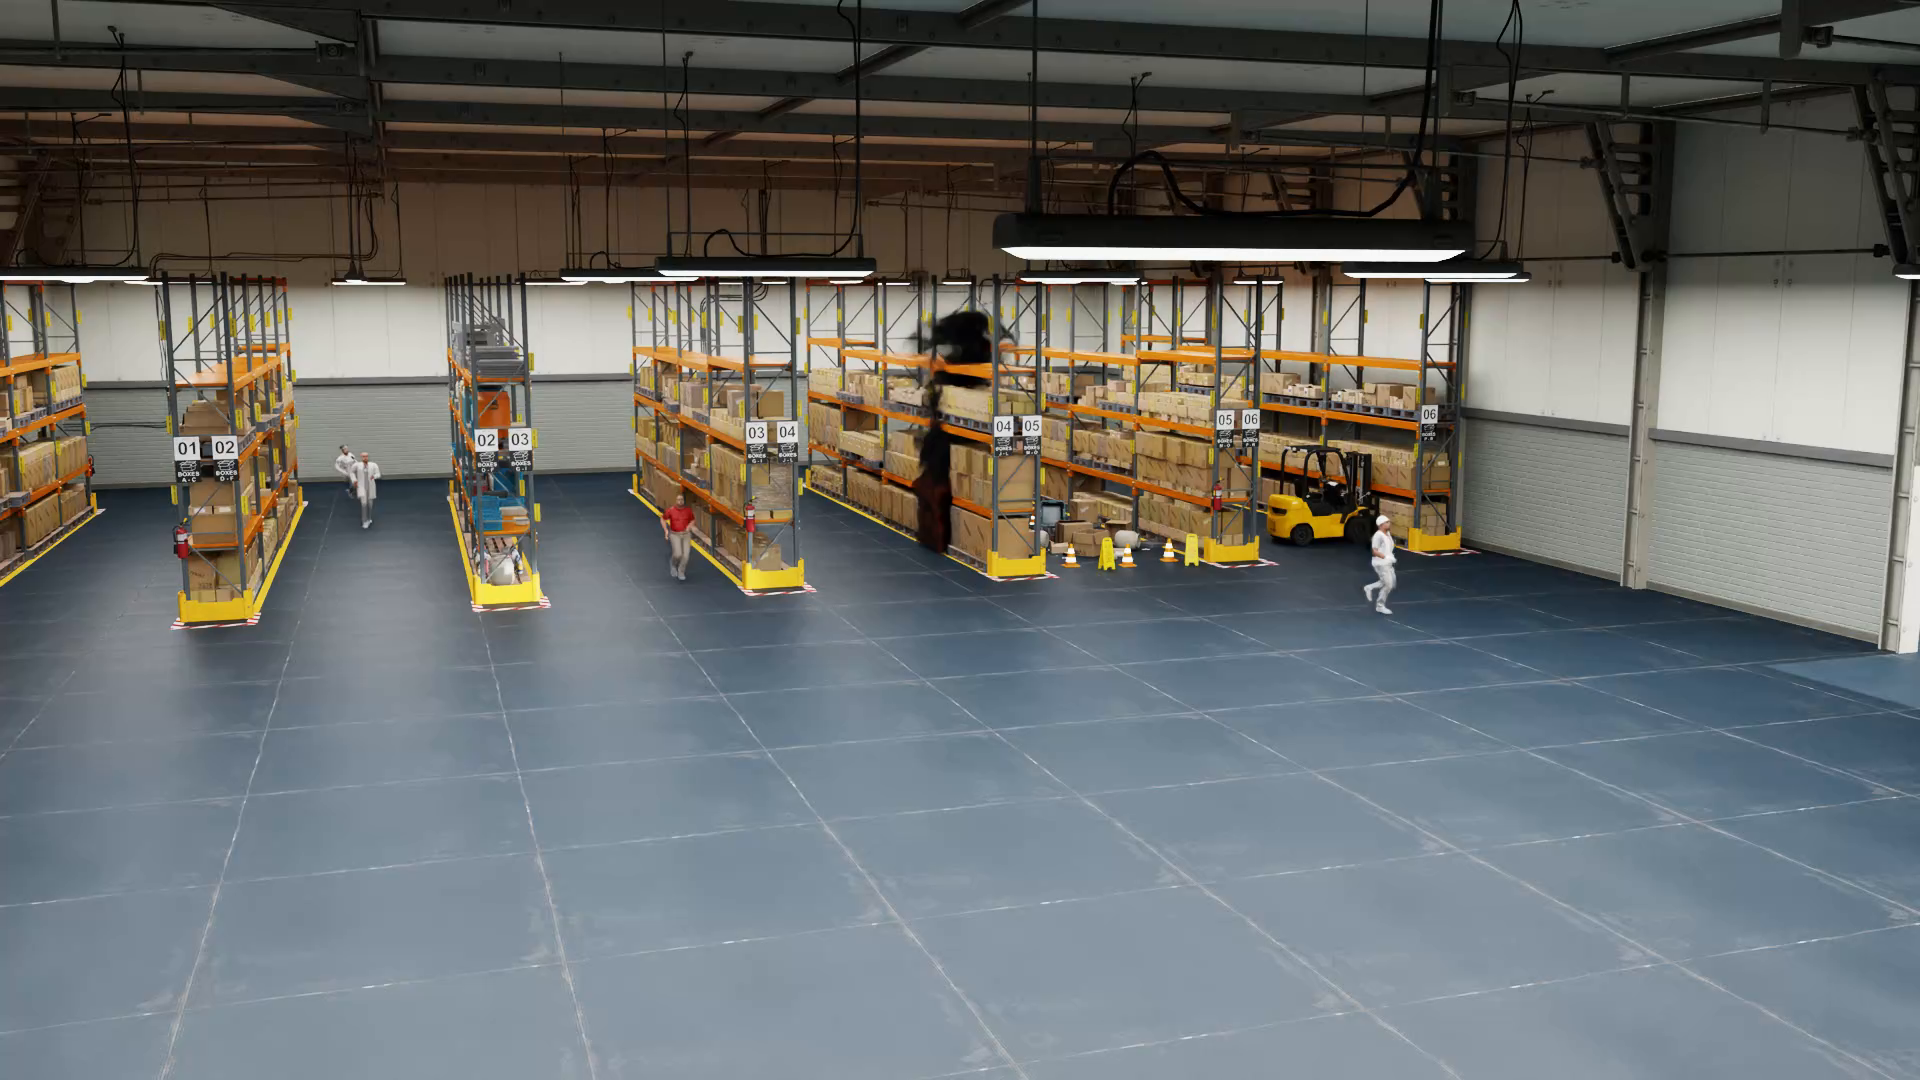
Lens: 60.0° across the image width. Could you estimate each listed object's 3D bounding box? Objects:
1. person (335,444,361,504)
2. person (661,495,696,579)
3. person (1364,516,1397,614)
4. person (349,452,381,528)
[{"bbox_3d":[-16.420,-1.775,44.533,0.702,1.620,0.651,6,11,36],"label":"person"},{"bbox_3d":[-5.508,-0.049,32.783,0.651,1.684,0.597,-4,9,-25],"label":"person"},{"bbox_3d":[7.485,0.425,29.576,0.627,1.739,0.718,5,10,28],"label":"person"},{"bbox_3d":[-14.368,-1.206,40.238,0.693,1.850,0.777,-5,10,-28],"label":"person"}]
